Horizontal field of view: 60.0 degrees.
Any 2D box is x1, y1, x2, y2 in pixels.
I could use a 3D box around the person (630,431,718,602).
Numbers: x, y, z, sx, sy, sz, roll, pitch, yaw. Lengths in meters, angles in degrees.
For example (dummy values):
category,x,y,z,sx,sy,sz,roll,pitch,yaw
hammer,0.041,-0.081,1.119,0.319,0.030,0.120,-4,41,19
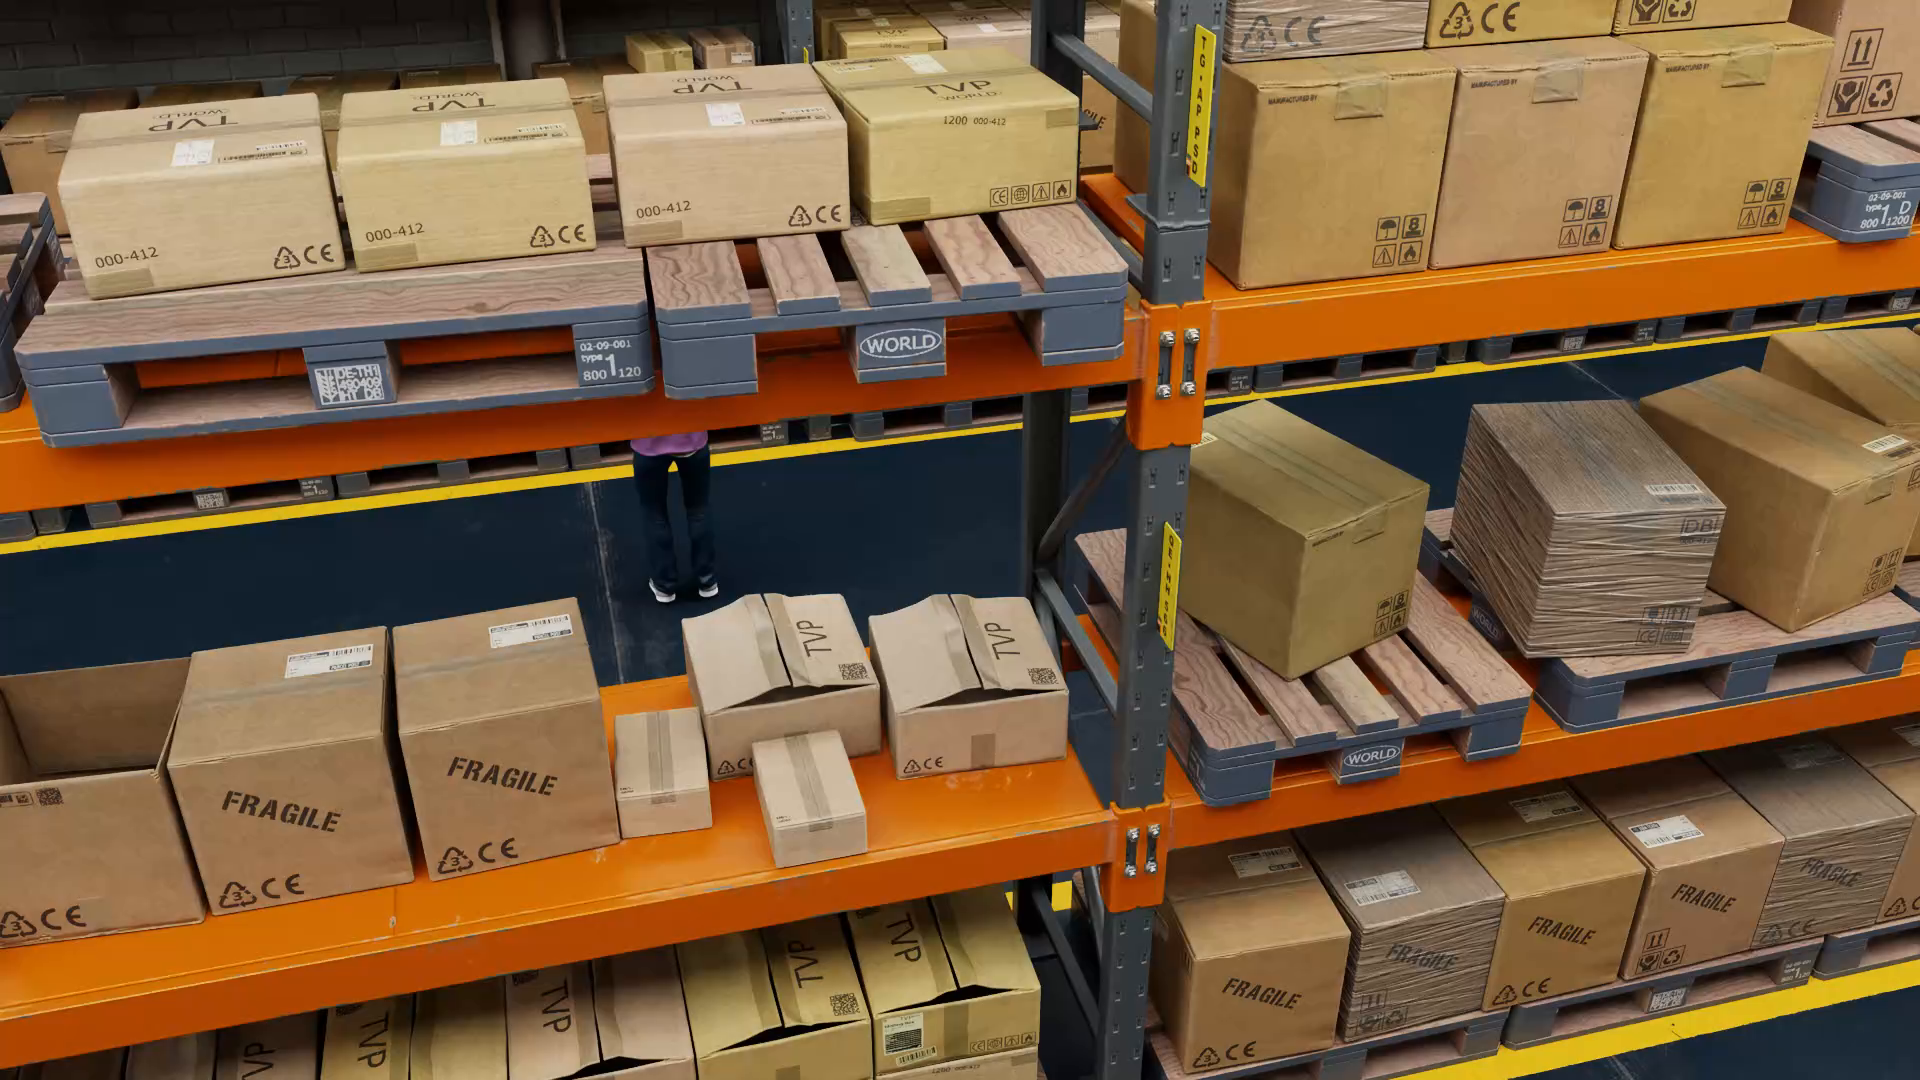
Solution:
category,x,y,z,sx,sy,sz,roll,pitch,yaw
person,-1.356,-0.470,7.705,0.405,1.585,0.500,-8,32,-13
